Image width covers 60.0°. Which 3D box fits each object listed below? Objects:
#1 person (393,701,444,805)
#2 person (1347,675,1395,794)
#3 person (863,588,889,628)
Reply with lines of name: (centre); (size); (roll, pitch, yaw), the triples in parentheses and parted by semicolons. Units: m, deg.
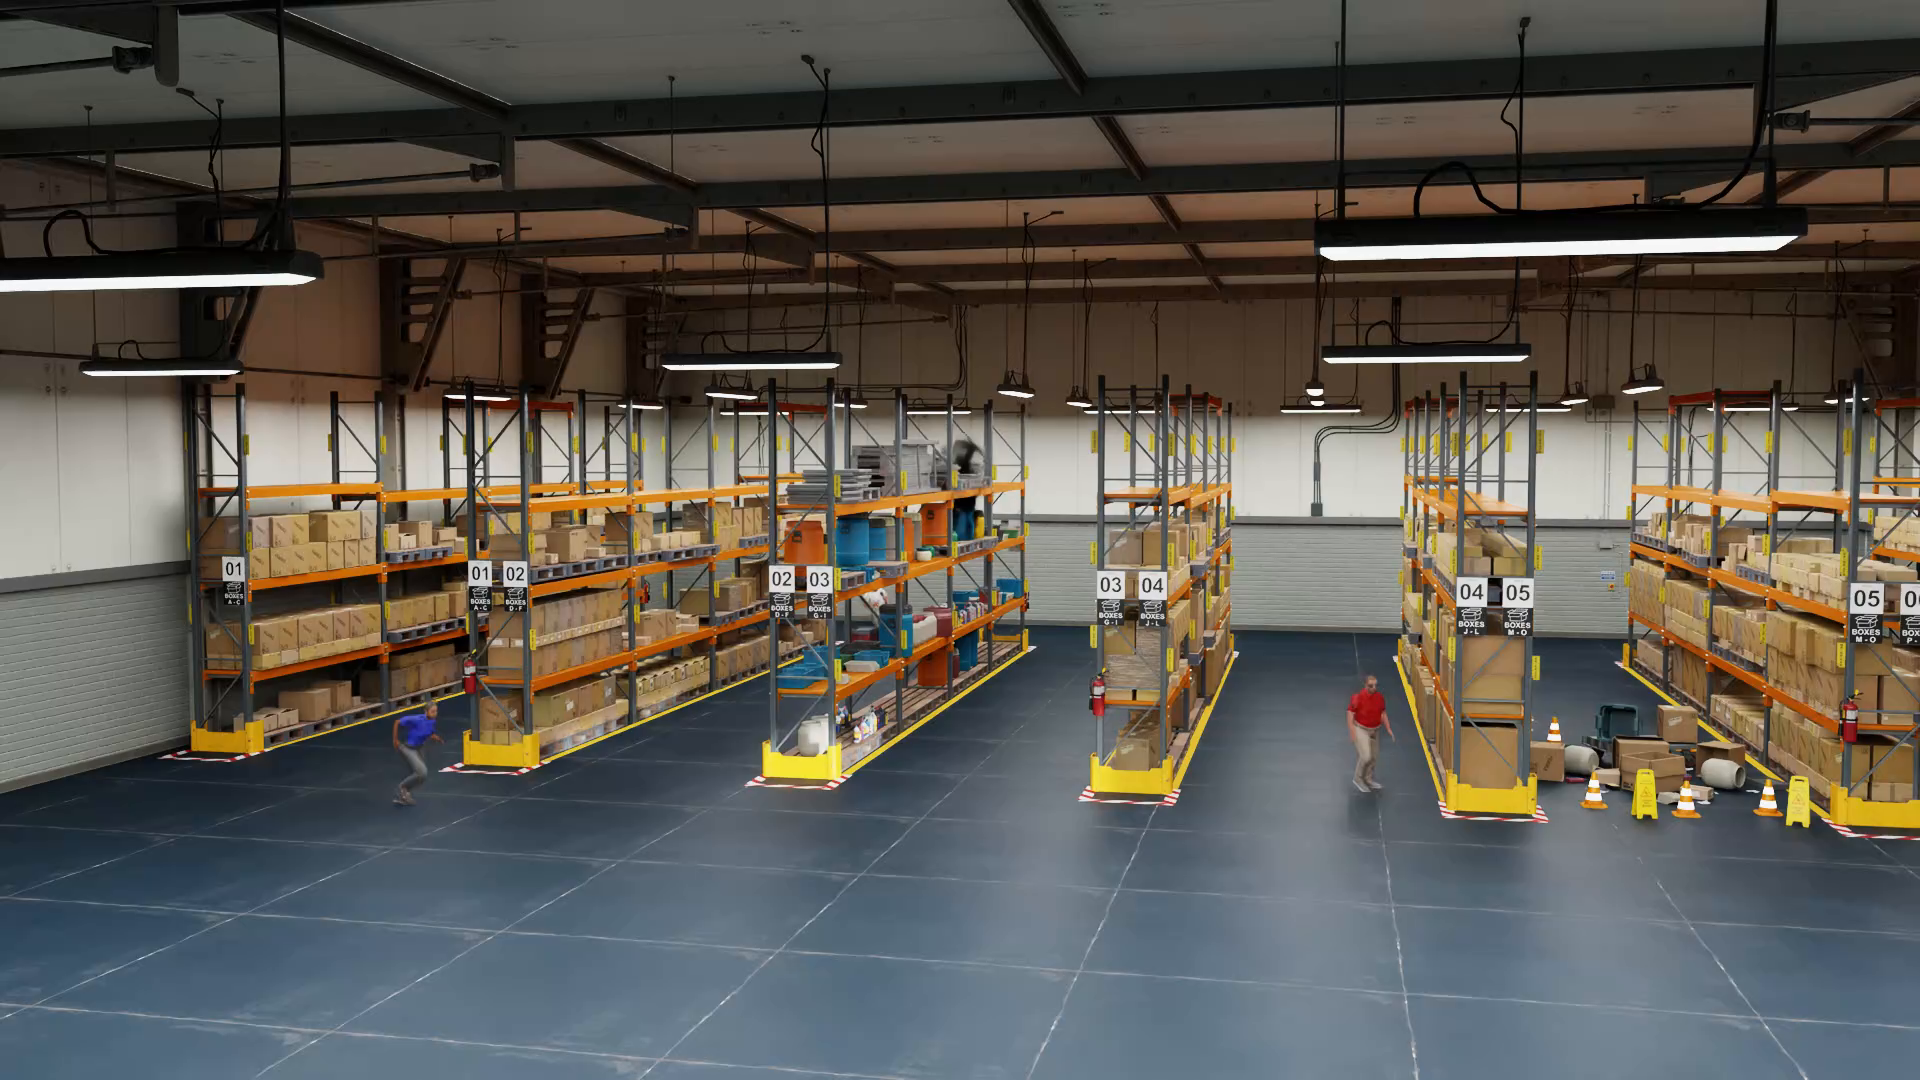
person: (-7.499, 2.948, 22.908); (0.843, 1.486, 0.608); (1, 4, 24)
person: (5.884, 2.785, 24.013); (0.618, 1.697, 0.569); (-2, 4, -30)
person: (-2.016, 1.796, 41.218); (0.784, 1.693, 0.646); (-1, 3, -15)
